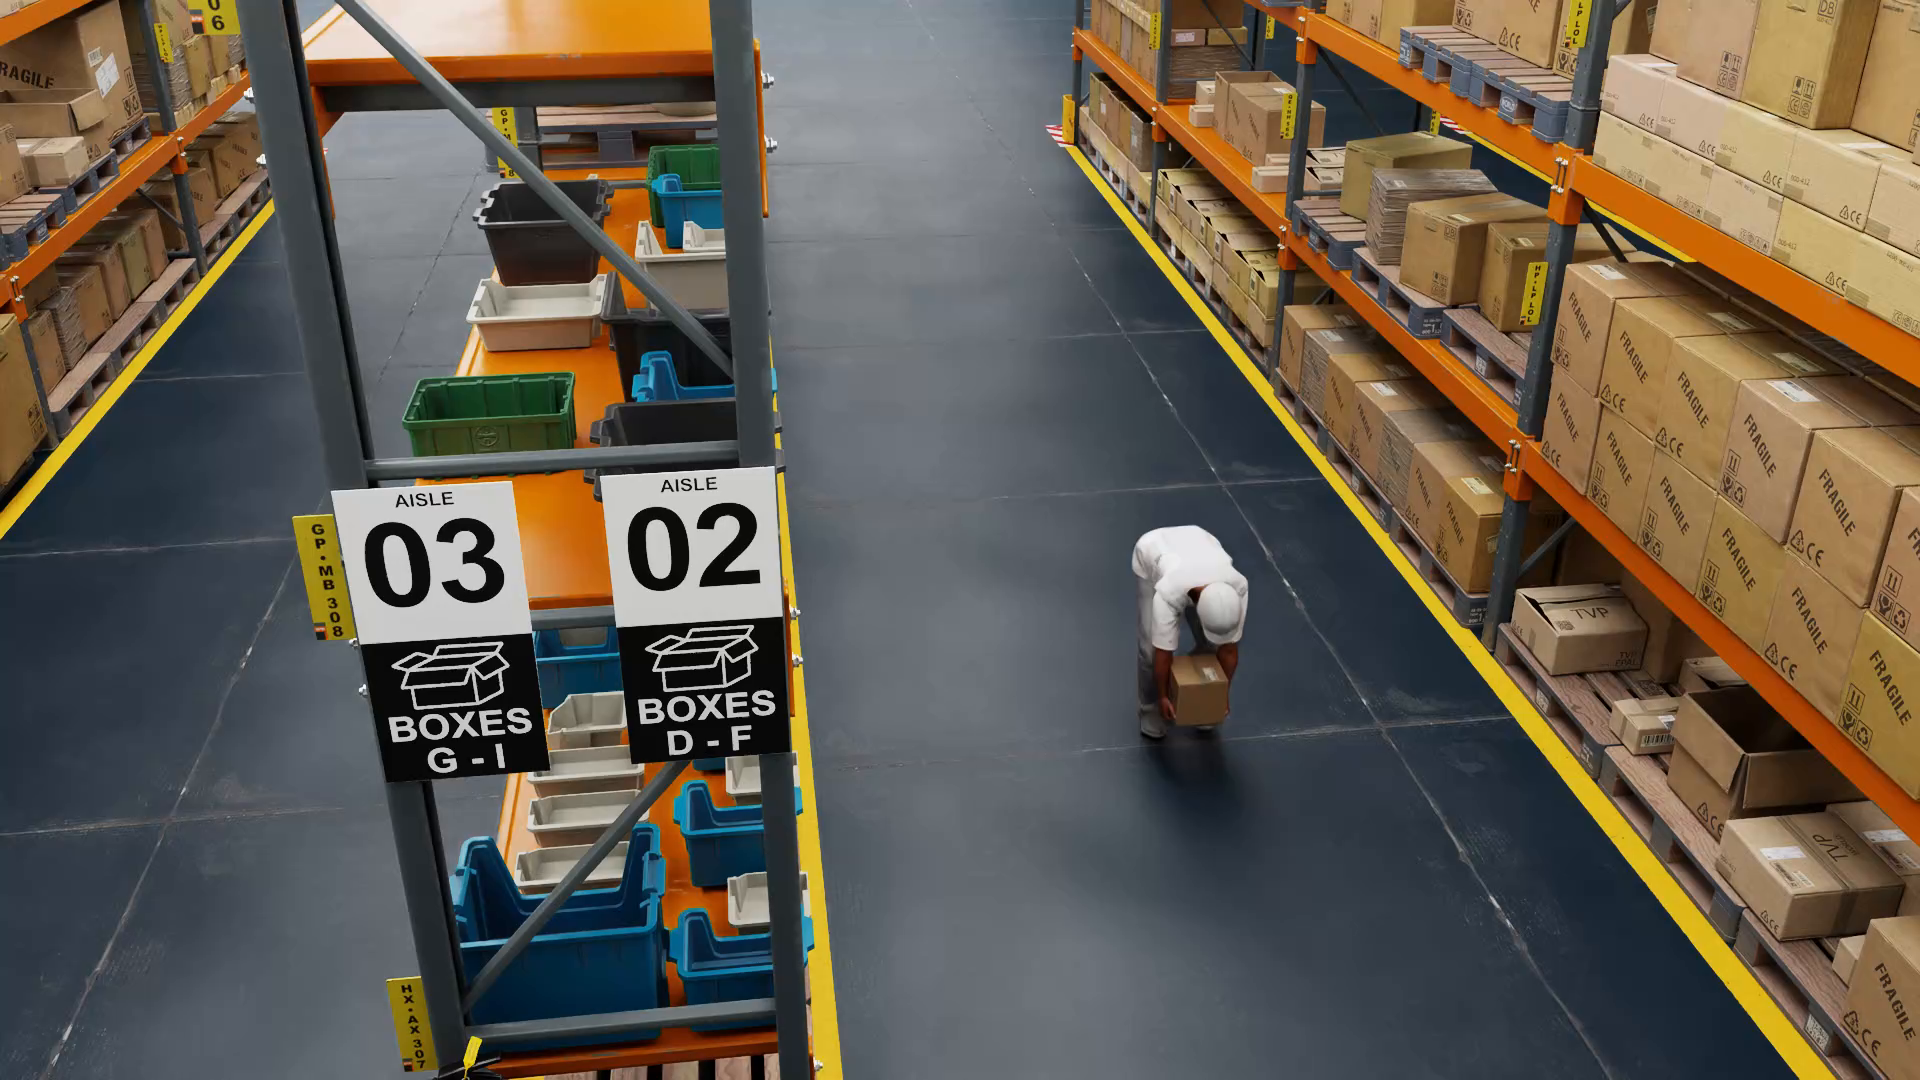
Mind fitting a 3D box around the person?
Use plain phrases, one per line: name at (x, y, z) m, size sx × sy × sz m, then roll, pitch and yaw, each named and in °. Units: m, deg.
person at (1.150, 0.532, 8.256) m, size 0.476 × 1.118 × 0.979 m, roll -5°, pitch 27°, yaw -9°
